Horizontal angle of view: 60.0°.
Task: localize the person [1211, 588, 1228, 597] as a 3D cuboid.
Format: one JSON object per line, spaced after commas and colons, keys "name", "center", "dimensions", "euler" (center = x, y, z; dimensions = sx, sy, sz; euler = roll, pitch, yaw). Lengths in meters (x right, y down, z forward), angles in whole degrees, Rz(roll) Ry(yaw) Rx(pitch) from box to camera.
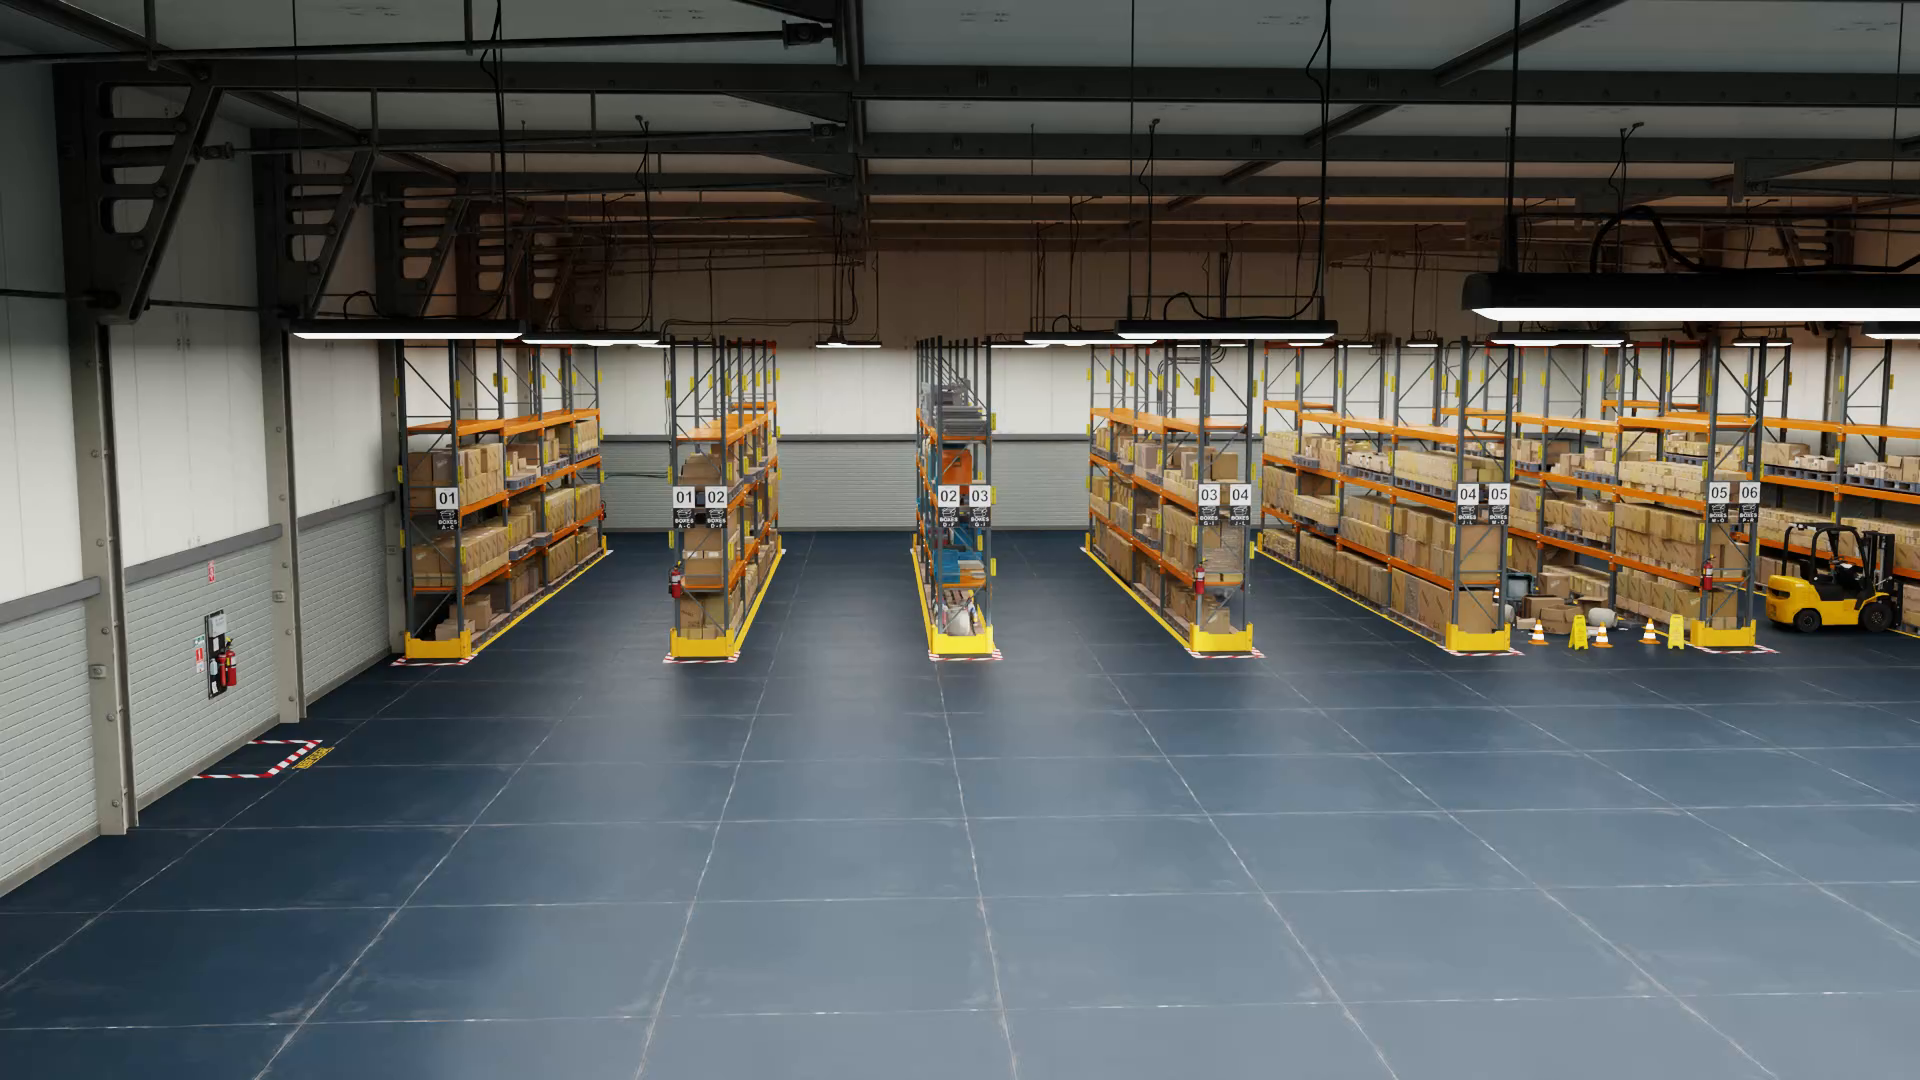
{"name": "person", "center": [6.124, 0.430, 38.842], "dimensions": [0.529, 1.791, 0.603], "euler": [2, 7, 14]}
